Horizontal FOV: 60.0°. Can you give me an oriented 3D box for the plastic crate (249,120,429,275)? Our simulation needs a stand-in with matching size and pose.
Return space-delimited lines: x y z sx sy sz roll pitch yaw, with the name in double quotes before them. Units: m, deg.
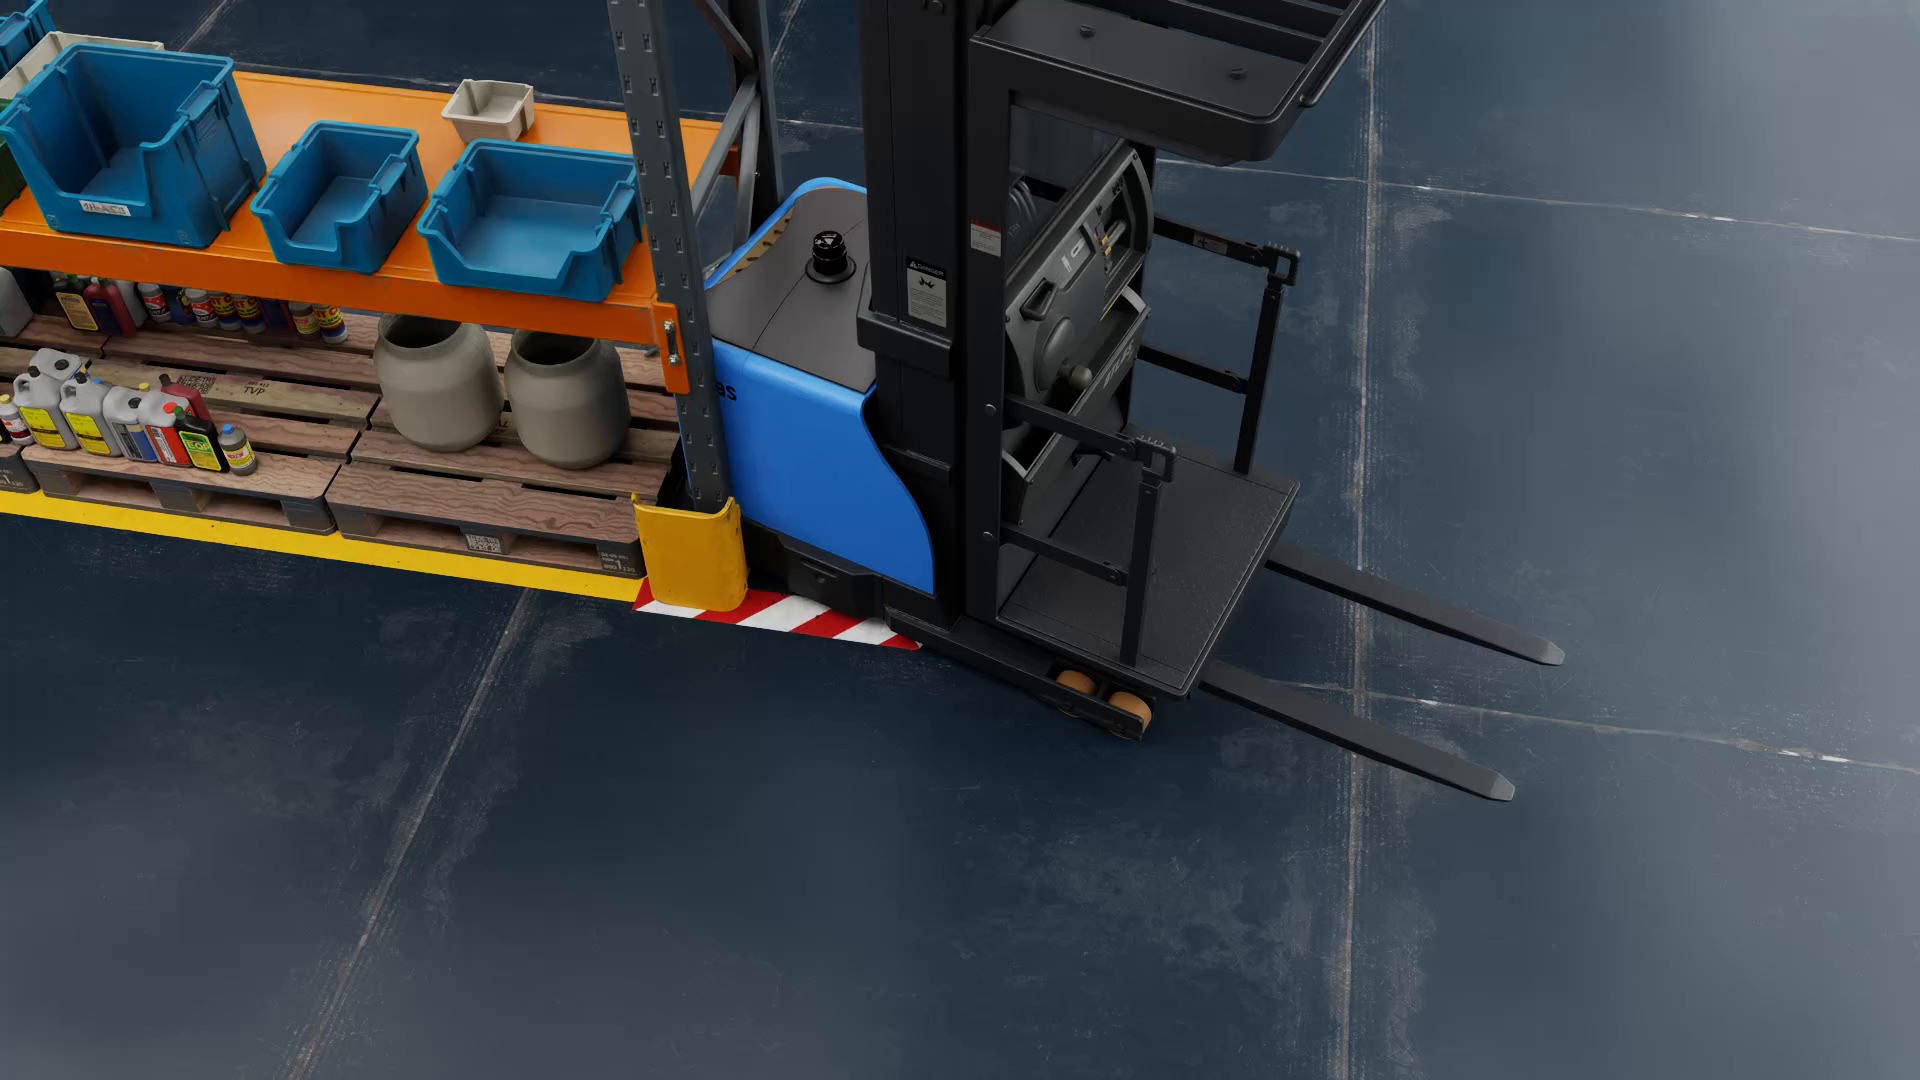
"plastic crate" -1.967 -1.097 5.319 0.408 0.251 0.499 8 49 7

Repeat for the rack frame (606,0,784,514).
"rack frame" -0.783 -1.209 5.320 0.127 3.000 1.000 8 49 7

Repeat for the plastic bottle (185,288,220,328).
"plastic bottle" -3.045 -0.960 6.682 0.097 0.201 0.097 0 48 0

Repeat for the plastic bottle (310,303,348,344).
"plastic bottle" -2.512 -0.912 6.591 0.097 0.271 0.097 0 48 0

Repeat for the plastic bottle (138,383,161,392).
"plastic bottle" -3.044 -0.508 6.276 0.097 0.201 0.097 0 48 0

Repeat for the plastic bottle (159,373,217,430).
"plastic bottle" -2.893 -0.502 6.215 0.133 0.283 0.061 8 49 7

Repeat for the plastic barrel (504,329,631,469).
"plastic barrel" -1.444 -0.549 6.117 0.421 0.512 0.421 0 48 0

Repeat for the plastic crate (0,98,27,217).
"plastic crate" -3.434 -1.281 5.527 0.662 0.188 0.450 8 49 7

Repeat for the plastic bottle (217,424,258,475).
"plastic bottle" -2.668 -0.343 6.127 0.097 0.201 0.097 0 48 0

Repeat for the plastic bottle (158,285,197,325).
"plastic bottle" -3.147 -0.998 6.668 0.097 0.271 0.097 0 48 0

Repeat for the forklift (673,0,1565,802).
"forklift" 0.550 -0.761 4.963 3.031 2.935 1.130 22 52 18

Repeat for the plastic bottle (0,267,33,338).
"plastic bottle" -3.847 -0.964 6.635 0.135 0.276 0.152 8 49 7

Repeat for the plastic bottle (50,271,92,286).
"plastic bottle" -3.528 -1.058 6.669 0.185 0.351 0.144 7 48 7

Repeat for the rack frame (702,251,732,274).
"rack frame" -0.939 -1.082 6.789 0.240 0.006 0.900 18 36 20

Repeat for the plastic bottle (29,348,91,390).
"plastic bottle" -3.393 -0.595 6.303 0.135 0.276 0.152 8 49 7

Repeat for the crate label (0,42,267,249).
"crate label" -2.642 -1.266 5.348 0.616 0.435 0.502 8 49 7

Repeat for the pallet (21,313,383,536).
"pallet" -2.862 -0.527 6.582 1.213 0.211 1.003 8 49 7

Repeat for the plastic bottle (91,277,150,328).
"plastic bottle" -3.368 -1.008 6.675 0.135 0.276 0.152 8 49 8

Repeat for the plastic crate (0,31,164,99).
"plastic crate" -3.076 -1.621 5.867 0.437 0.136 0.530 8 49 7

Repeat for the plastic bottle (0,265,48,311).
"plastic bottle" -3.845 -1.100 6.707 0.185 0.351 0.144 5 48 5

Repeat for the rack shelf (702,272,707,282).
"rack shelf" -0.969 -0.971 6.802 0.258 0.200 0.077 18 36 20

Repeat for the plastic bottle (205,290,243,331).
"plastic bottle" -2.948 -0.971 6.644 0.097 0.271 0.097 0 48 0

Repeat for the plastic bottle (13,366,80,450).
"plastic bottle" -3.395 -0.508 6.175 0.185 0.351 0.144 7 48 7

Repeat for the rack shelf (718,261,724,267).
"rack shelf" -0.890 -1.056 6.939 0.258 0.200 0.077 18 36 20

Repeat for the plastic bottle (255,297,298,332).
"plastic bottle" -2.731 -0.959 6.626 0.133 0.283 0.061 8 49 7

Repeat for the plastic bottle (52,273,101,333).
"plastic bottle" -3.521 -0.957 6.623 0.133 0.283 0.061 8 49 7

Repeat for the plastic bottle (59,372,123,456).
"plastic bottle" -3.212 -0.484 6.153 0.185 0.351 0.144 9 49 8

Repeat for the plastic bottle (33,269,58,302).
"plastic bottle" -3.678 -1.087 6.740 0.133 0.283 0.061 11 49 9

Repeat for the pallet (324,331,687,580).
"pallet" -1.665 -0.364 6.435 1.213 0.211 1.003 8 49 7

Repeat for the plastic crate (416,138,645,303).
"plastic crate" -1.329 -1.007 5.238 0.616 0.251 0.499 8 49 7

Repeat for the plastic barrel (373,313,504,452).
"plastic barrel" -1.938 -0.615 6.177 0.421 0.512 0.421 0 48 0

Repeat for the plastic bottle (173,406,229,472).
"plastic bottle" -2.787 -0.372 6.098 0.133 0.283 0.061 9 49 8

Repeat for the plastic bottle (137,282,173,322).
"plastic bottle" -3.247 -0.988 6.706 0.097 0.201 0.097 0 48 0

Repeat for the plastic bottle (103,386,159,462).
"plastic bottle" -3.048 -0.440 6.164 0.135 0.276 0.152 6 48 6

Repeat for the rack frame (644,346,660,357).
"rack frame" -0.950 -0.913 6.901 0.240 0.006 0.900 18 36 20

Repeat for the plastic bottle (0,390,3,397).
"plastic bottle" -3.662 -0.546 6.262 0.097 0.271 0.097 0 48 0

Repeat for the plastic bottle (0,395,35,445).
"plastic bottle" -3.539 -0.460 6.232 0.097 0.201 0.097 0 48 0

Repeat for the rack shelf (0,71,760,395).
"rack shelf" -2.751 -1.233 5.825 4.000 0.370 1.077 8 49 7

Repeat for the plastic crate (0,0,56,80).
"plastic crate" -3.582 -1.741 5.898 0.616 0.251 0.499 8 49 7

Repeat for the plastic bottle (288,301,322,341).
"plastic bottle" -2.614 -0.902 6.630 0.097 0.201 0.097 0 48 0

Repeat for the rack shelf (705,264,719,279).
"rack shelf" -0.930 -1.013 6.871 0.258 0.200 0.077 18 36 20

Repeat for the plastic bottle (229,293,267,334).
"plastic bottle" -2.849 -0.957 6.632 0.097 0.271 0.097 0 48 0

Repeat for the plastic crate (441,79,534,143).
"plastic crate" -1.607 -1.475 5.736 0.250 0.136 0.298 8 49 7

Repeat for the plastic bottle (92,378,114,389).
"plastic bottle" -3.233 -0.528 6.293 0.097 0.201 0.097 0 48 0

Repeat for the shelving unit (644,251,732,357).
"shelving unit" -0.944 -0.998 6.845 0.258 0.210 0.900 18 36 20

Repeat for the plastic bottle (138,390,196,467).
"plastic bottle" -2.911 -0.421 6.147 0.135 0.276 0.152 8 49 7

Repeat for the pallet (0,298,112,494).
"pallet" -4.066 -0.687 6.725 1.213 0.211 1.003 8 49 7

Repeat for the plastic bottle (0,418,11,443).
"plastic bottle" -3.658 -0.490 6.204 0.133 0.283 0.061 10 49 9

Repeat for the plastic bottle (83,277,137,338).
"plastic bottle" -3.387 -0.933 6.602 0.133 0.283 0.061 8 49 7

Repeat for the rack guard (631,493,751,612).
"rack guard" -0.866 -0.349 6.228 0.348 0.500 1.175 8 49 7
